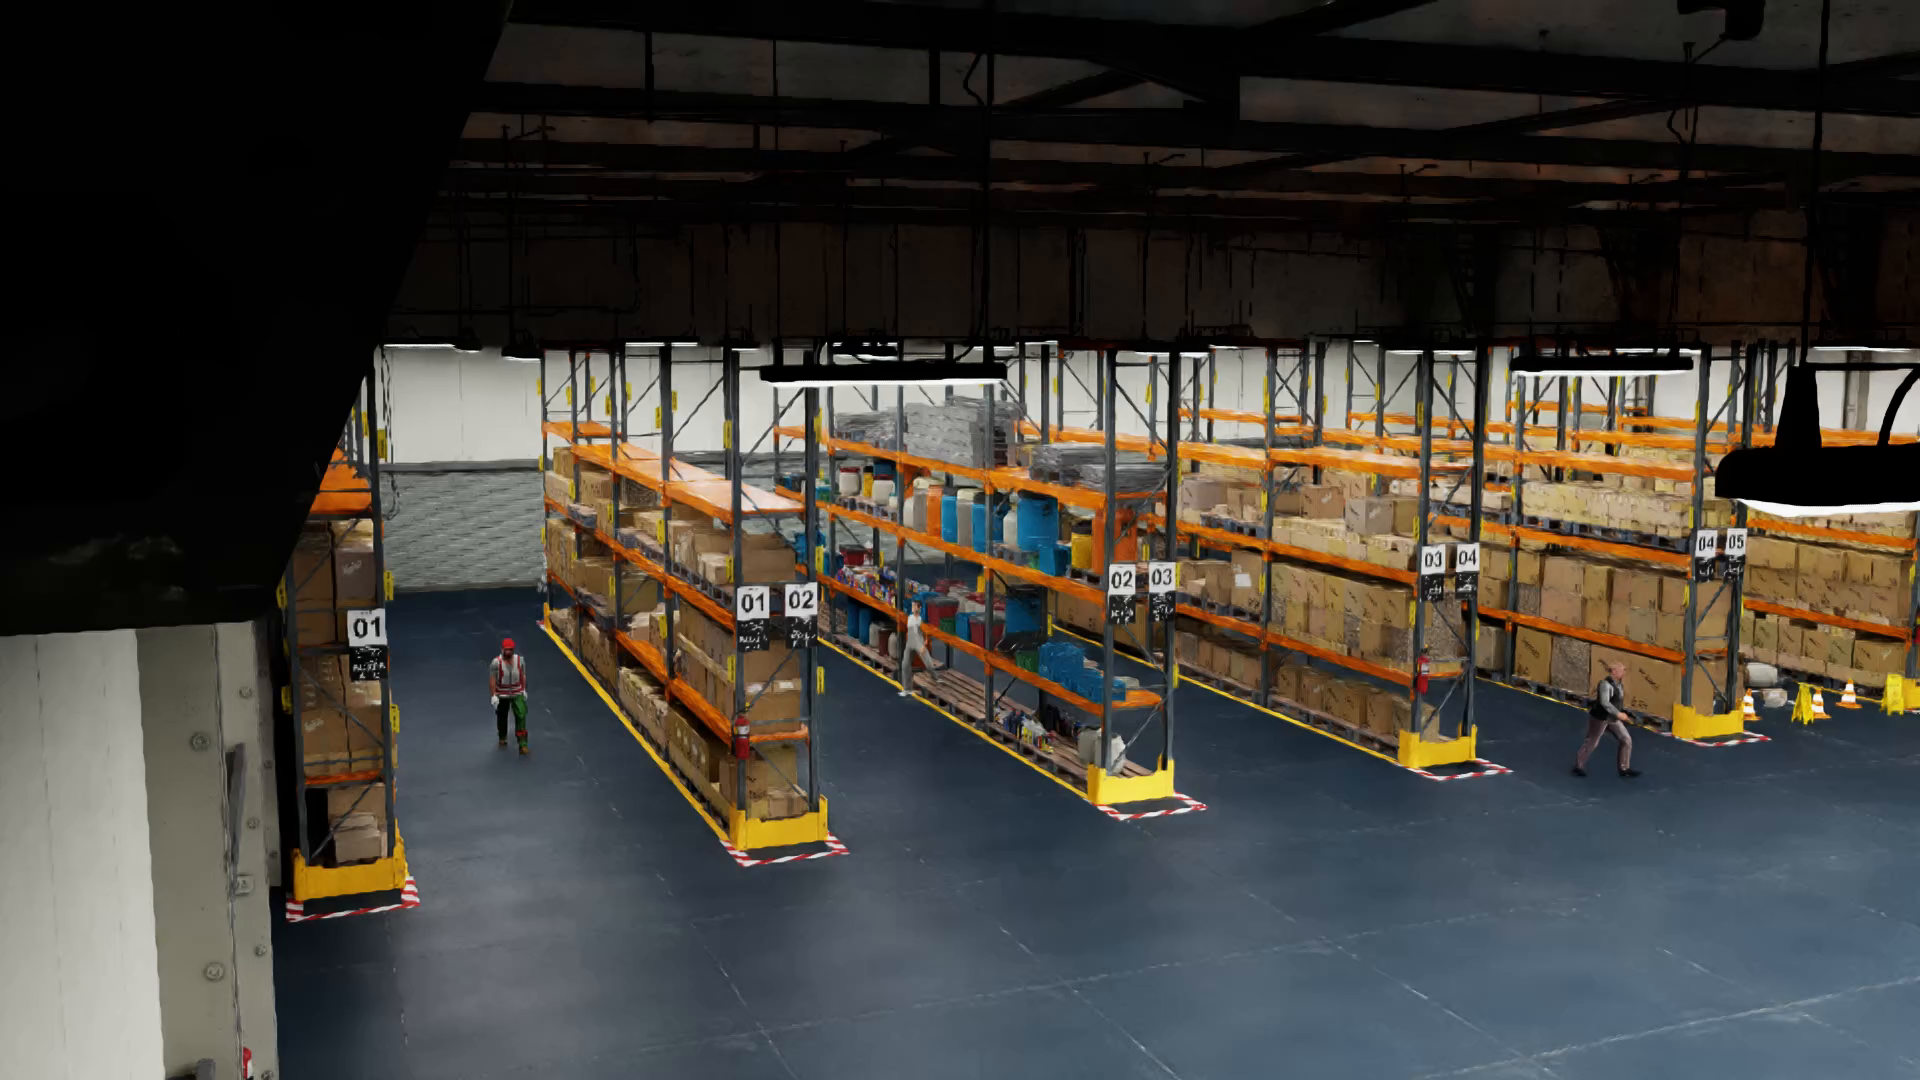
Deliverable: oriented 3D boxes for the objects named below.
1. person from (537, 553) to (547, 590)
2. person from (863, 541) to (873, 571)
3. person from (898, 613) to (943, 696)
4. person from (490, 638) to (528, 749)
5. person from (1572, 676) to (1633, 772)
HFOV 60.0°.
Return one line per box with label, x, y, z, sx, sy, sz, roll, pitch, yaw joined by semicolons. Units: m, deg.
person;-9.670;0.452;39.066;0.430;1.484;0.610;1;8;10
person;-1.963;0.522;35.464;0.564;1.014;0.537;-4;9;-31
person;-0.646;1.958;28.423;0.666;1.399;0.575;4;8;28
person;-6.699;2.245;24.646;0.537;1.662;0.942;-3;8;-23
person;9.003;2.557;23.272;0.526;1.382;0.694;-7;10;-42
